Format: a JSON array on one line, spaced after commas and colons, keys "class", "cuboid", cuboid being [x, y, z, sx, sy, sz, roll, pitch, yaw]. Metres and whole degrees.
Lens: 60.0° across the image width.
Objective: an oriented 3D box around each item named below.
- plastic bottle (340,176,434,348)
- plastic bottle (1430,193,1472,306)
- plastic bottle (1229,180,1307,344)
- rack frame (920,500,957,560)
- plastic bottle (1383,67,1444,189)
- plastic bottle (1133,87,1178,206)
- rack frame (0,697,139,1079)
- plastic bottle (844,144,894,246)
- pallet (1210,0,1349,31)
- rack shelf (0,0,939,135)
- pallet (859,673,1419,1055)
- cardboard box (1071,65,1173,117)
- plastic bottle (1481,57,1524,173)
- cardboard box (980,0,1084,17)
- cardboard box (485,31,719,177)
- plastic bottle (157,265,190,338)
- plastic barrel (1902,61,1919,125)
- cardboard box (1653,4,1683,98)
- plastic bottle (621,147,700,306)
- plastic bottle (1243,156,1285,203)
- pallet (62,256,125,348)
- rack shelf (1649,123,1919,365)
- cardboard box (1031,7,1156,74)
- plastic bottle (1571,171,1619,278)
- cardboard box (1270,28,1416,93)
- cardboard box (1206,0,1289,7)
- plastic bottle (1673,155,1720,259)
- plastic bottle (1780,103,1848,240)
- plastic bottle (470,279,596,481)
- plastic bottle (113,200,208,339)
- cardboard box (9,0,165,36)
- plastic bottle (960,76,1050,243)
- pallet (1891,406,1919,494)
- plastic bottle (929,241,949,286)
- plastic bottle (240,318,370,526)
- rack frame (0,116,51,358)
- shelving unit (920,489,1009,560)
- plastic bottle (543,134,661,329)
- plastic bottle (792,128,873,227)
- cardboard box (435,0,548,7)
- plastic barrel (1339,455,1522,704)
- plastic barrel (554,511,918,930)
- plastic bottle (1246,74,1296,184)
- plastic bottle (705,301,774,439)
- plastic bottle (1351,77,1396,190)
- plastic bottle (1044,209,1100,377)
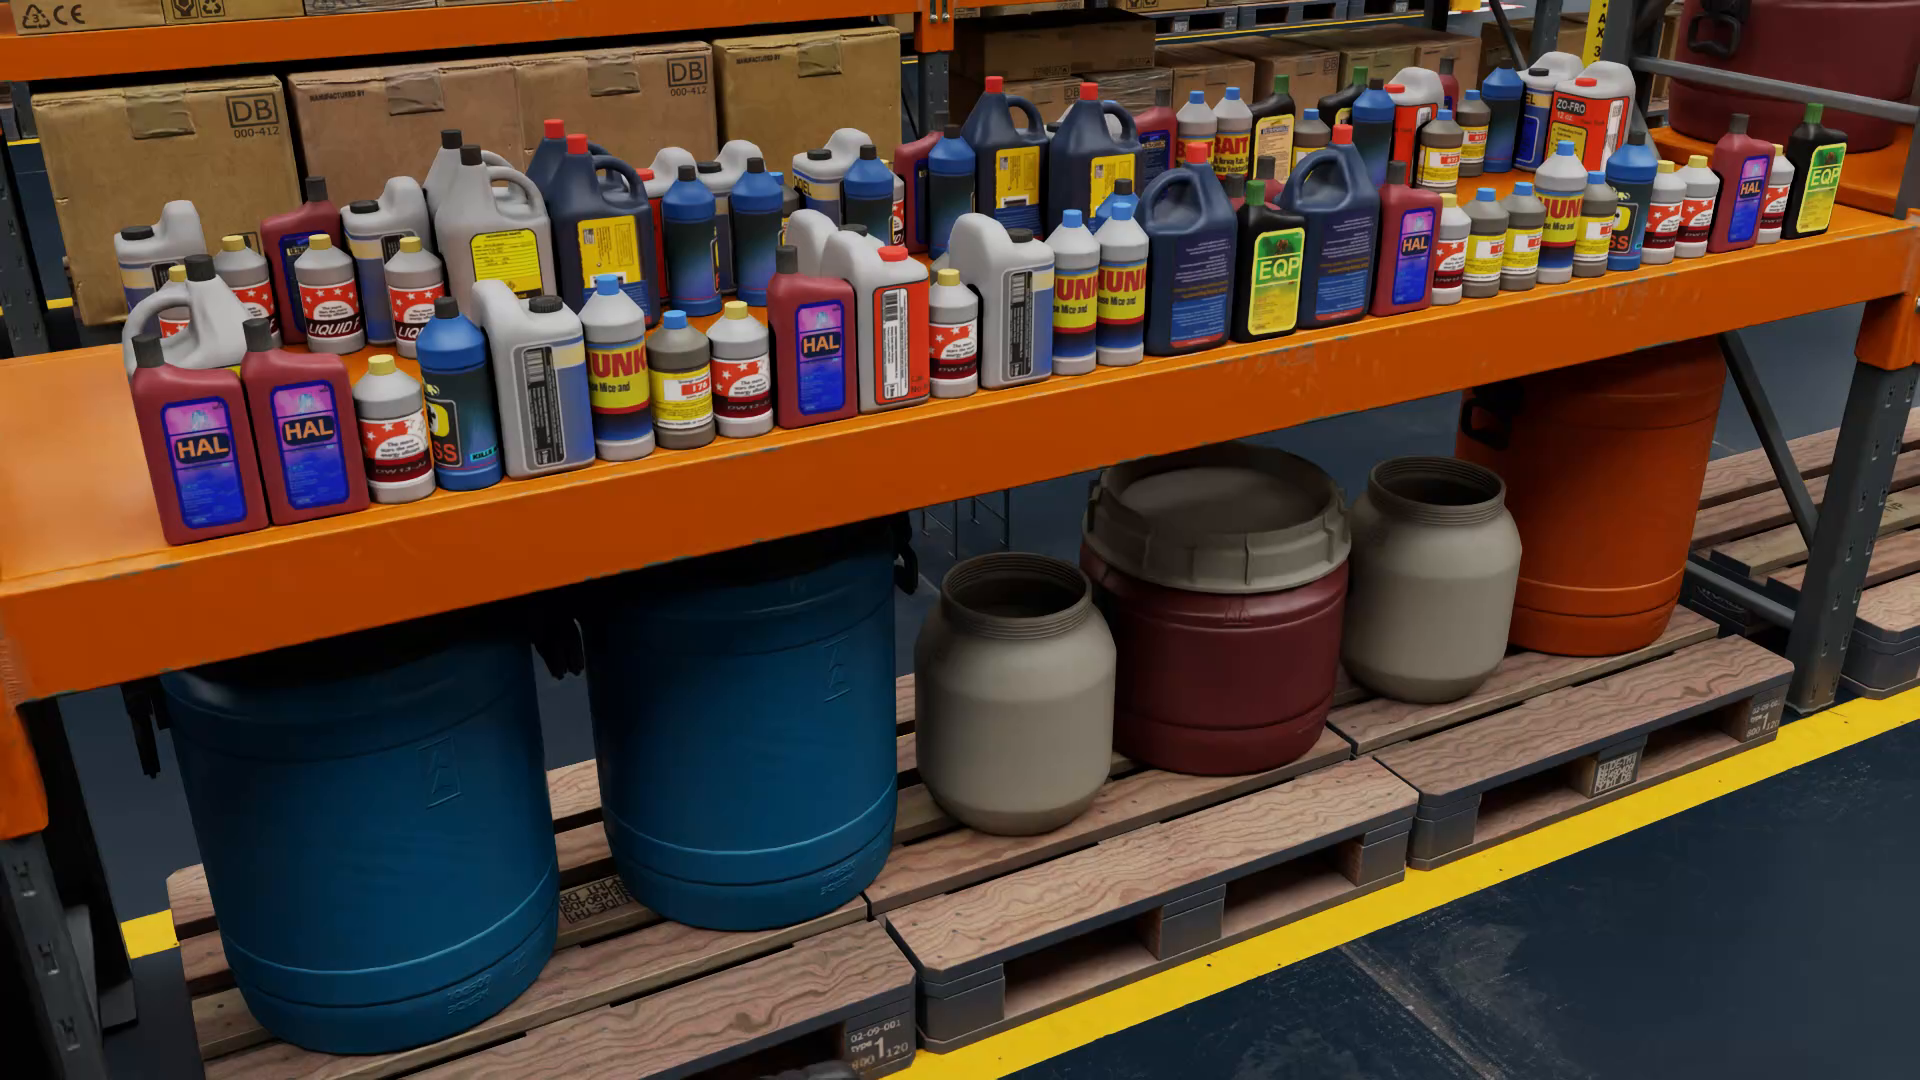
[{"class": "plastic bottle", "cuboid": [-1.020, -0.503, 2.976, 0.135, 0.276, 0.152, -13, 29, -25]}, {"class": "plastic bottle", "cuboid": [0.920, -0.559, 3.177, 0.097, 0.201, 0.097, 0, 26, 0]}, {"class": "plastic bottle", "cuboid": [0.546, -0.500, 2.961, 0.133, 0.283, 0.061, -13, 29, -25]}, {"class": "rack frame", "cuboid": [-0.068, -0.525, 4.958, 0.006, 1.200, 0.240, -13, 29, -25]}, {"class": "plastic bottle", "cuboid": [1.049, -0.981, 3.971, 0.135, 0.276, 0.152, -13, 29, -25]}, {"class": "plastic bottle", "cuboid": [0.416, -0.861, 3.712, 0.133, 0.283, 0.061, -13, 29, -25]}, {"class": "rack frame", "cuboid": [-1.538, -0.281, 2.370, 0.127, 3.000, 1.000, -13, 29, -25]}, {"class": "plastic bottle", "cuboid": [-0.177, -0.635, 3.255, 0.097, 0.271, 0.097, 0, 26, 0]}, {"class": "pallet", "cuboid": [2.731, -4.835, 15.076, 1.213, 0.211, 1.003, -13, 29, -25]}, {"class": "rack shelf", "cuboid": [-2.104, -2.256, 7.314, 4.000, 0.370, 1.077, -13, 29, -25]}, {"class": "pallet", "cuboid": [0.240, 0.585, 3.789, 1.213, 0.211, 1.003, -13, 29, -25]}, {"class": "cardboard box", "cuboid": [0.726, -2.321, 8.998, 0.500, 0.500, 0.700, -16, 30, -29]}, {"class": "plastic bottle", "cuboid": [1.342, -1.060, 4.141, 0.097, 0.271, 0.097, 0, 26, 0]}, {"class": "cardboard box", "cuboid": [0.440, -4.731, 13.753, 0.750, 0.750, 1.050, -13, 29, -25]}, {"class": "cardboard box", "cuboid": [-1.749, -1.908, 7.727, 0.875, 0.875, 1.225, -13, 29, -25]}, {"class": "plastic bottle", "cuboid": [-1.268, -0.351, 2.746, 0.097, 0.201, 0.097, 0, 26, 0]}, {"class": "plastic barrel", "cuboid": [2.798, -1.437, 4.649, 0.421, 0.512, 0.421, 0, 26, 0]}, {"class": "cardboard box", "cuboid": [4.574, -3.207, 10.866, 0.500, 0.500, 0.500, -16, 30, -30]}, {"class": "plastic bottle", "cuboid": [-0.575, -0.606, 3.190, 0.135, 0.276, 0.152, -13, 29, -25]}, {"class": "plastic bottle", "cuboid": [0.595, -0.582, 3.132, 0.133, 0.283, 0.061, -13, 29, -25]}, {"class": "pallet", "cuboid": [-3.224, -1.102, 7.300, 1.213, 0.211, 1.003, -13, 29, -25]}, {"class": "rack shelf", "cuboid": [3.756, -1.179, 5.071, 4.000, 0.370, 1.077, -13, 29, -25]}, {"class": "cardboard box", "cuboid": [0.701, -2.657, 8.831, 0.500, 0.250, 0.500, -10, 27, -19]}, {"class": "plastic bottle", "cuboid": [1.263, -0.638, 3.342, 0.097, 0.201, 0.097, 0, 26, 0]}, {"class": "cardboard box", "cuboid": [2.208, -2.667, 9.718, 0.500, 0.500, 0.700, -13, 29, -25]}, {"class": "cardboard box", "cuboid": [2.327, -5.235, 14.657, 0.875, 0.875, 0.875, -13, 28, -25]}, {"class": "plastic bottle", "cuboid": [1.521, -0.697, 3.466, 0.097, 0.201, 0.097, 0, 26, 0]}, {"class": "plastic bottle", "cuboid": [1.835, -0.798, 3.581, 0.133, 0.283, 0.061, -13, 29, -25]}, {"class": "plastic bottle", "cuboid": [-0.628, -0.248, 2.445, 0.135, 0.276, 0.152, -13, 29, -25]}, {"class": "plastic bottle", "cuboid": [-1.343, -0.429, 2.821, 0.135, 0.276, 0.152, -13, 29, -25]}, {"class": "cardboard box", "cuboid": [-3.346, -2.216, 6.284, 0.500, 0.500, 0.500, -13, 29, -25]}, {"class": "plastic bottle", "cuboid": [0.091, -0.795, 3.498, 0.185, 0.351, 0.144, -13, 29, -25]}, {"class": "pallet", "cuboid": [3.768, -0.228, 5.482, 1.213, 0.211, 1.003, -13, 29, -25]}, {"class": "plastic bottle", "cuboid": [-0.004, -0.420, 2.889, 0.097, 0.201, 0.097, 0, 26, 0]}, {"class": "plastic bottle", "cuboid": [-0.896, -0.167, 2.268, 0.133, 0.283, 0.061, -13, 29, -25]}, {"class": "rack frame", "cuboid": [-3.869, -2.173, 6.310, 0.127, 3.000, 1.000, -13, 29, -25]}, {"class": "shelving unit", "cuboid": [0.013, -0.544, 4.996, 0.189, 1.200, 0.258, -13, 29, -25]}, {"class": "plastic bottle", "cuboid": [-0.650, -0.554, 2.994, 0.185, 0.351, 0.144, -13, 29, -25]}, {"class": "plastic bottle", "cuboid": [-0.252, -0.681, 3.345, 0.135, 0.276, 0.152, -13, 29, -25]}, {"class": "cardboard box", "cuboid": [-2.007, -2.528, 6.933, 0.500, 0.500, 0.500, -12, 28, -24]}, {"class": "plastic barrel", "cuboid": [1.111, 0.092, 3.982, 0.421, 0.512, 0.421, 0, 26, 0]}, {"class": "plastic barrel", "cuboid": [-0.426, 0.227, 3.251, 0.708, 0.901, 0.600, -13, 29, -25]}, {"class": "plastic bottle", "cuboid": [0.706, -0.927, 3.851, 0.133, 0.283, 0.061, -13, 29, -25]}, {"class": "plastic bottle", "cuboid": [-0.341, -0.268, 2.571, 0.097, 0.201, 0.097, 0, 26, 0]}, {"class": "plastic bottle", "cuboid": [0.962, -0.942, 3.896, 0.097, 0.271, 0.097, 0, 26, 0]}, {"class": "plastic bottle", "cuboid": [0.186, -0.421, 2.810, 0.097, 0.271, 0.097, 0, 26, 0]}]
